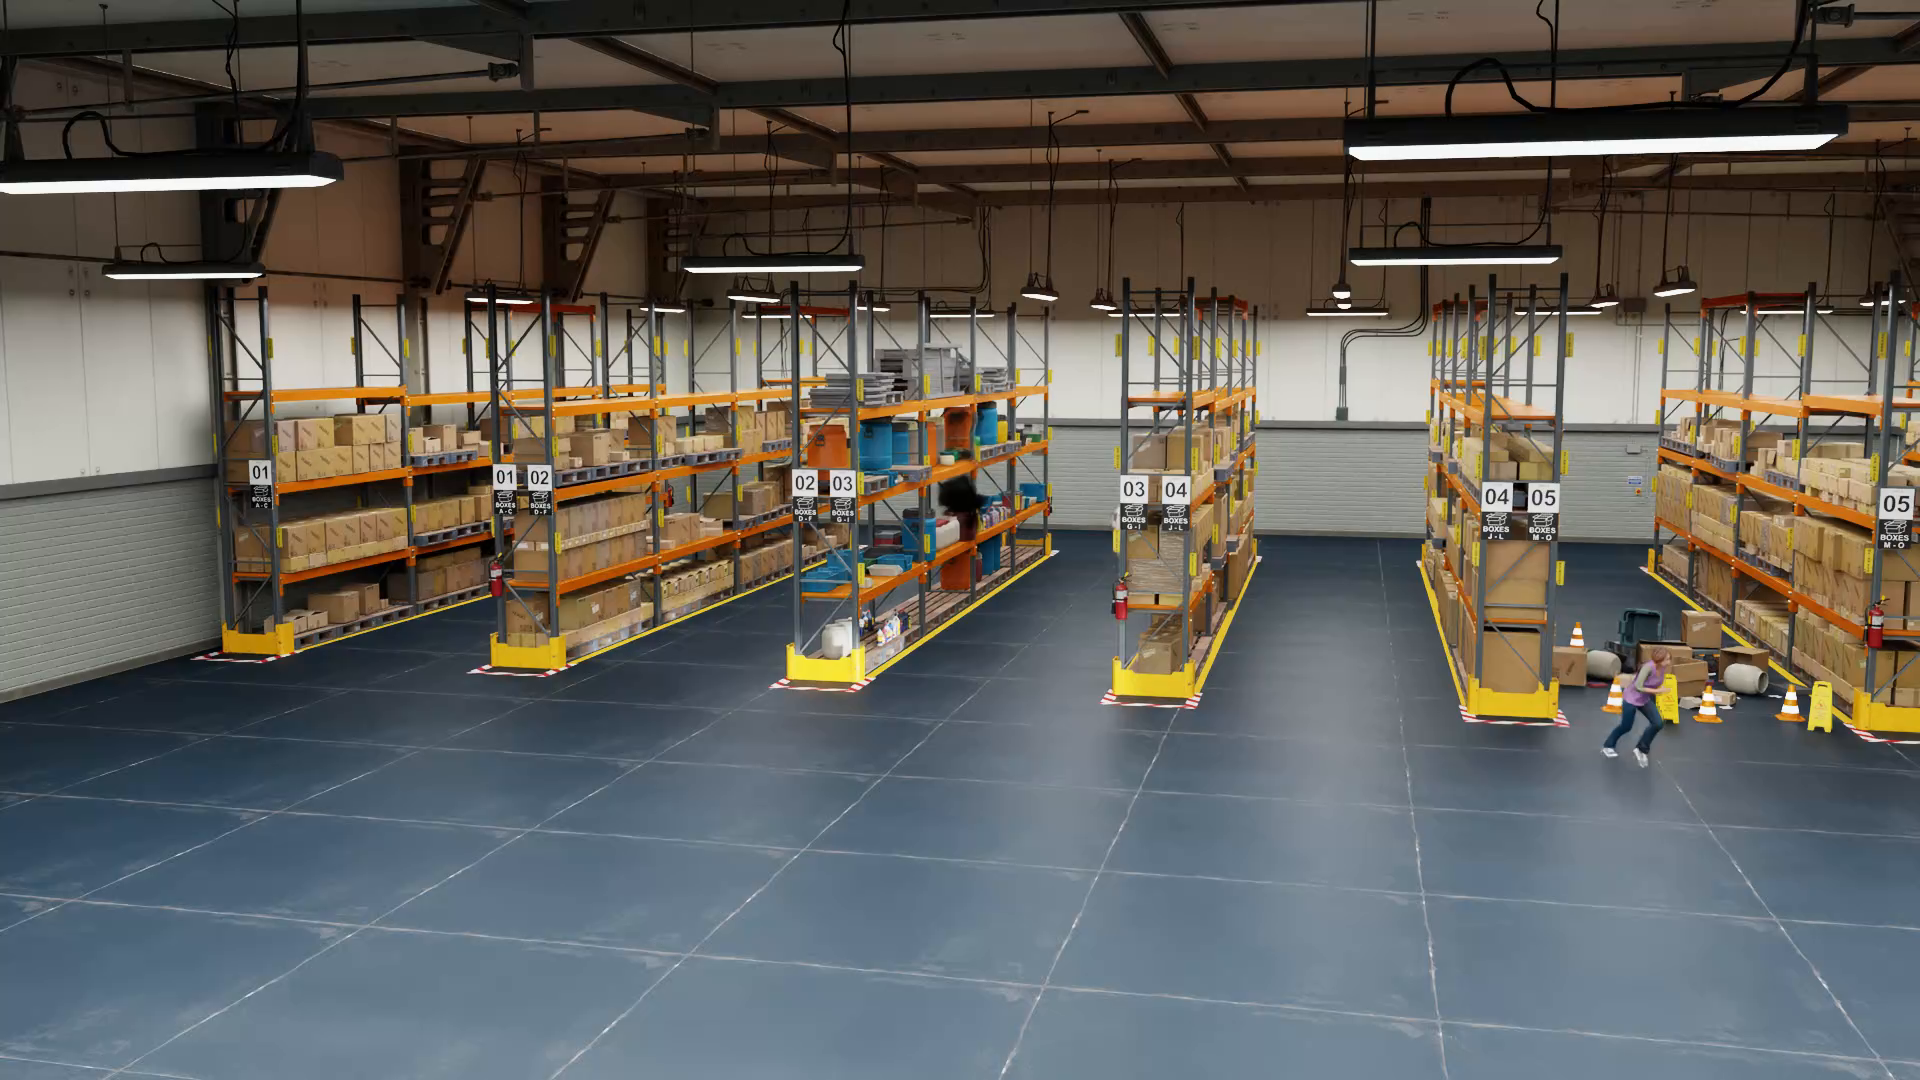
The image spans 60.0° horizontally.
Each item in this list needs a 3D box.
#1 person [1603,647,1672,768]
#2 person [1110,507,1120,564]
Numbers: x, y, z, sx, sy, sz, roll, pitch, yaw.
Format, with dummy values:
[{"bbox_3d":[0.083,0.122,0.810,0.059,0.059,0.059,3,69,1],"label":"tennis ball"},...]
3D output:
[{"bbox_3d":[8.177,1.988,20.005,0.578,1.500,0.906,-4,8,-32],"label":"person"},{"bbox_3d":[3.462,-0.119,34.805,0.660,1.712,0.620,2,7,15],"label":"person"}]
